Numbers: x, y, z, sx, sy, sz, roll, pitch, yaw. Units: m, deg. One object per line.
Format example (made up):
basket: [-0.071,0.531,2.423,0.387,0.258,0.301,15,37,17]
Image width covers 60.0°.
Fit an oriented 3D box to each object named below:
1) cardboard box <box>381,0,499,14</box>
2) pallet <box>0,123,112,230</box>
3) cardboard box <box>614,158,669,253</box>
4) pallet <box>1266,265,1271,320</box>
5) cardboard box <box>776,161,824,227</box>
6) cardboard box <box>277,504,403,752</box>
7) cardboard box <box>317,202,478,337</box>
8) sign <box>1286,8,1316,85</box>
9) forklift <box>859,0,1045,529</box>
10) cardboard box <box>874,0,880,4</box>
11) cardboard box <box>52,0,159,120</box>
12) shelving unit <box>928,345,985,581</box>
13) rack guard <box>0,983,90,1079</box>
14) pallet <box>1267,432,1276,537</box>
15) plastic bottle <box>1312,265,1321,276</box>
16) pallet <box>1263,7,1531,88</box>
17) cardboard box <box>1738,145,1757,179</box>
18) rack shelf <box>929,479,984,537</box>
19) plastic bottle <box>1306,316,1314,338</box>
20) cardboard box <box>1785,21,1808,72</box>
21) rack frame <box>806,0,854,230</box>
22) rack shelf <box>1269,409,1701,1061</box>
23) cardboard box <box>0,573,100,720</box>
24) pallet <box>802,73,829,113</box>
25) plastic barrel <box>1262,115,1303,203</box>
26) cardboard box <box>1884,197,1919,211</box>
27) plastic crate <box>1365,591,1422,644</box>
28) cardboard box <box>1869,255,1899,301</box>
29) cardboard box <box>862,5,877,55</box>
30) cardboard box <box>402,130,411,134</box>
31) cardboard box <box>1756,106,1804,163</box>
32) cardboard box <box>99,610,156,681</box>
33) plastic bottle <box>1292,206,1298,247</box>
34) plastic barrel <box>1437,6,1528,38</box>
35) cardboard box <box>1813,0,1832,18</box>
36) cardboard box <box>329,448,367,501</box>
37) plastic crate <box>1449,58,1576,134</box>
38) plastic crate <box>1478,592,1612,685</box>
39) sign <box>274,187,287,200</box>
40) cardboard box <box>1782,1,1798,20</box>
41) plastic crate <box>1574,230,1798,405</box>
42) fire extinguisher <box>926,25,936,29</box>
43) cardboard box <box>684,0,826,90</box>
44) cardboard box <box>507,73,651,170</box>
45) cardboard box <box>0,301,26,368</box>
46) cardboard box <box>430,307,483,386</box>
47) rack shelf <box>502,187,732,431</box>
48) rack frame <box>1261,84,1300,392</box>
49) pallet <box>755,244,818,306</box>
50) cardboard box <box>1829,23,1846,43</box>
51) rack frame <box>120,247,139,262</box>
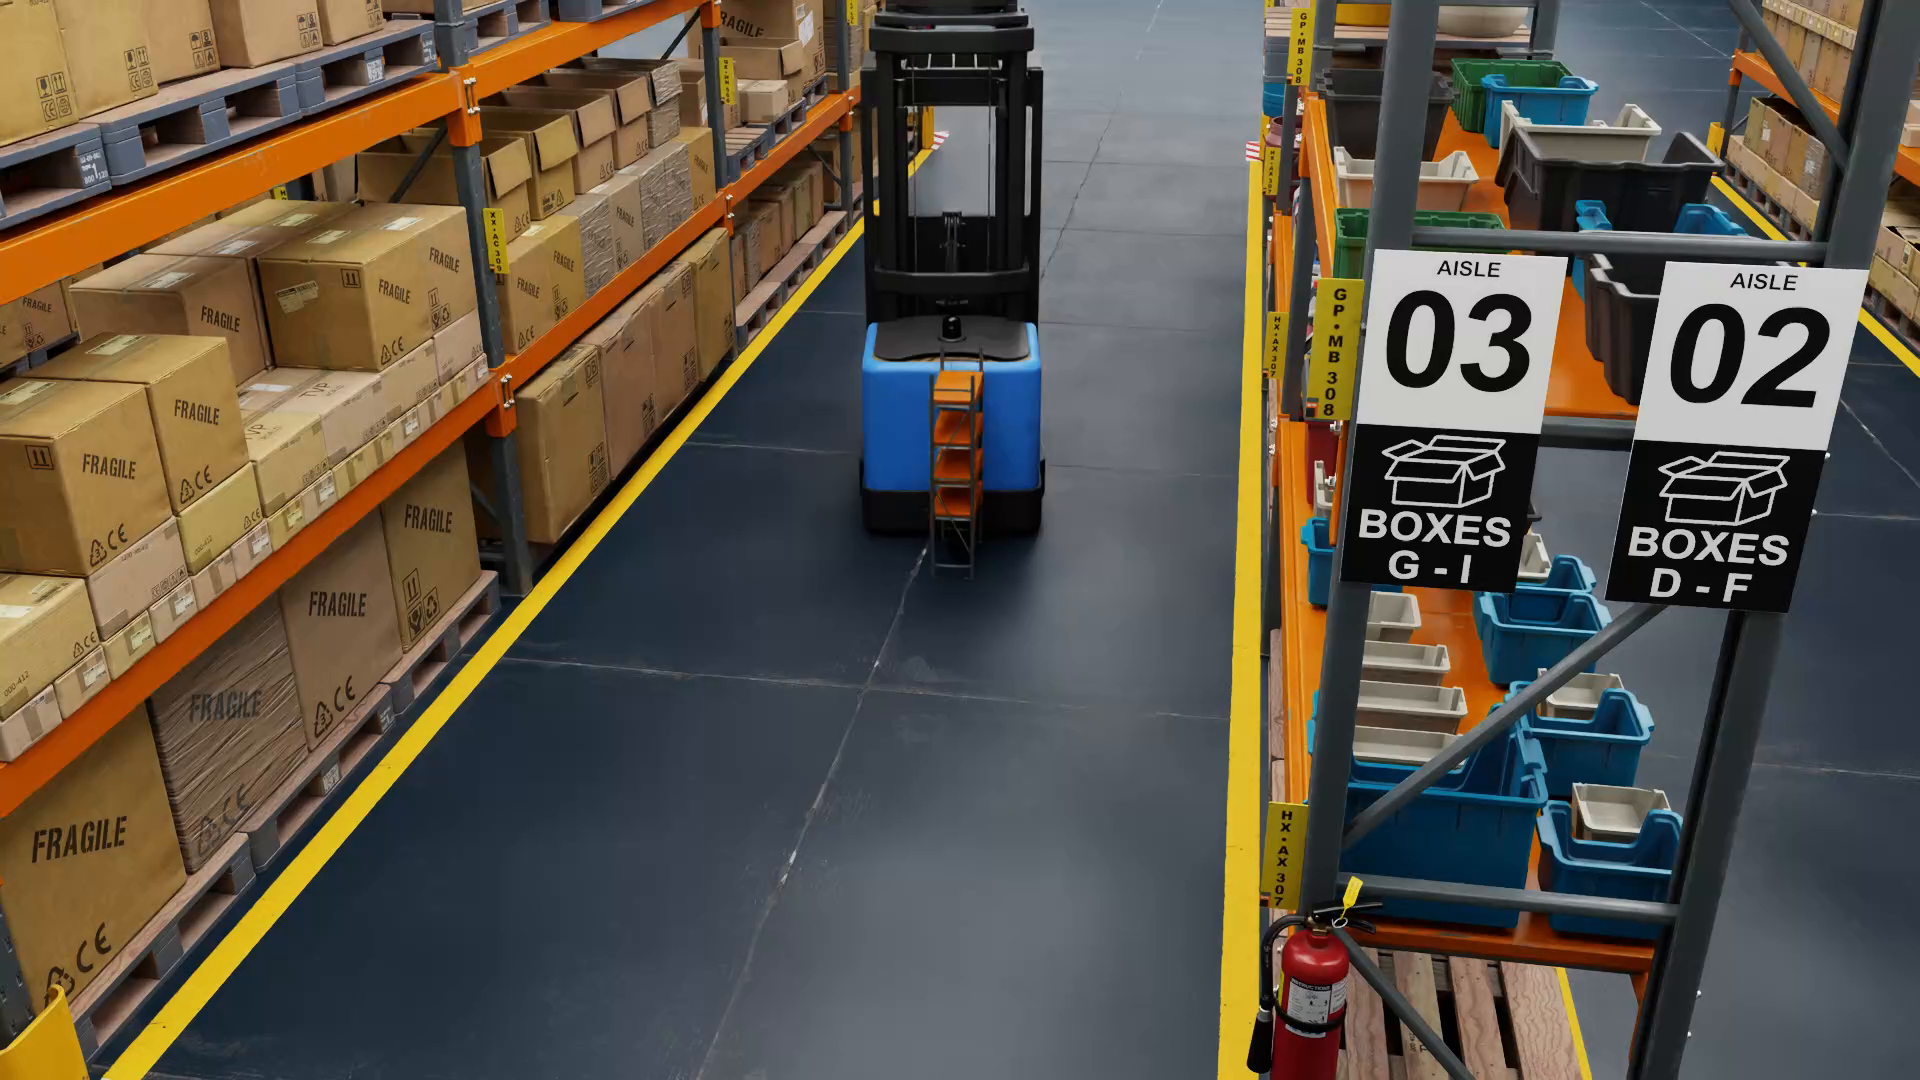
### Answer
cardboard box: [-2.770,-2.933,8.326,0.700,0.500,0.500,5,25,10]
pallet: [-3.398,-1.052,5.026,1.003,0.211,1.213,4,25,9]
cardboard box: [-2.206,-2.165,10.719,0.500,0.500,0.500,3,25,7]
pallet: [3.052,-1.993,13.758,1.003,0.211,1.213,4,25,9]
cardboard box: [-1.669,-3.253,15.592,0.700,0.500,0.500,2,25,4]
cardboard box: [-3.189,0.323,7.532,0.875,0.875,0.875,4,25,9]
cardboard box: [-2.666,-1.291,7.912,0.500,0.500,0.500,5,25,10]
sign: [1.489,-2.154,7.265,0.100,0.325,0.005,4,25,9]
forklift: [-0.049,-1.969,10.500,1.130,2.935,3.031,0,25,0]
cardboard box: [-1.060,-5.663,16.663,0.500,0.500,0.500,4,25,9]
cardboard box: [-3.229,-1.730,5.638,0.700,0.500,0.500,2,25,5]
shelving unit: [-0.016,-0.428,9.249,0.258,1.200,0.503,3,25,5]
rack guard: [-3.512,1.719,5.487,1.175,0.500,0.348,4,25,9]
pallet: [2.396,-0.321,10.187,1.003,0.211,1.213,4,25,9]
plastic bottle: [1.979,-1.401,9.350,0.152,0.276,0.135,4,25,9]
pallet: [2.063,-2.360,7.938,1.213,0.211,1.003,4,25,9]
cardboard box: [8.494,-3.953,17.405,0.500,0.250,0.500,4,25,9]
rack shelf: [-0.016,-0.187,9.362,0.258,0.148,0.480,3,25,5]
plastic bottle: [1.770,-0.987,8.458,0.061,0.283,0.133,4,25,9]
cardboard box: [8.622,-4.850,16.456,0.700,0.500,0.500,4,25,9]
rack frame: [-1.547,-4.442,15.701,1.000,3.000,0.127,4,25,9]
rack shelf: [1.705,0.410,6.185,1.077,0.370,4.000,4,25,9]
cardboard box: [-3.164,0.328,5.336,0.500,0.250,0.500,3,25,7]
pallet: [-1.816,-4.045,15.080,1.003,0.211,1.213,4,25,9]
plastic barrel: [2.462,-2.702,11.824,0.600,0.536,0.708,4,25,9]
cardboard box: [7.912,-2.797,14.274,0.500,0.311,0.500,4,25,9]
plastic crate: [1.446,0.296,5.821,0.298,0.136,0.250,4,25,9]
cardboard box: [7.748,-2.116,13.481,0.500,0.250,0.500,3,25,7]
cardboard box: [-1.296,-5.012,16.451,0.875,0.500,0.500,4,25,9]
cardboard box: [-6.252,-4.314,17.438,0.875,0.875,0.875,4,25,9]
cardboard box: [8.423,-4.083,16.798,0.500,0.500,0.500,4,25,9]
cardboard box: [-3.043,0.351,5.758,0.380,0.149,0.250,3,25,7]
plastic bottle: [2.220,-2.017,10.668,0.152,0.276,0.135,4,25,9]
plastic barrel: [2.365,-2.566,7.499,0.433,0.535,0.433,0,25,0]
cardboard box: [8.537,-5.202,15.678,0.700,0.500,0.500,4,25,9]
cardboard box: [-2.791,-0.294,7.137,0.380,0.149,0.250,4,25,8]
plastic crate: [2.261,-1.817,6.805,0.450,0.188,0.662,4,25,9]
plastic crate: [1.958,0.338,5.616,0.416,0.233,0.300,4,25,9]
sign: [-3.392,-1.618,8.396,0.100,0.325,0.005,4,25,9]
cardboard box: [8.476,-5.296,16.644,0.380,0.149,0.250,4,25,8]
plastic crate: [1.716,-0.521,3.940,0.497,0.269,0.590,4,25,9]
fire extinguisher: [-0.420,-6.095,19.325,0.296,0.674,0.183,4,25,9]
cardboard box: [-1.815,-4.581,14.795,1.000,1.000,1.000,4,25,9]
cardboard box: [-2.446,-2.691,10.660,0.797,0.503,0.637,5,25,10]
cardboard box: [-7.086,-1.480,11.827,0.500,0.500,0.500,3,25,6]
cardboard box: [-2.668,-0.960,8.088,0.500,0.250,0.500,4,25,8]
rack shelf: [-2.528,-1.606,10.492,1.077,0.370,4.000,4,25,9]
rack frame: [2.685,-2.425,11.393,1.000,3.000,0.127,4,25,9]
pallet: [-1.870,-2.341,14.503,1.003,0.211,1.213,4,25,9]
cardboard box: [8.226,-4.647,15.256,0.380,0.149,0.250,4,25,8]
rack frame: [-7.078,-3.155,12.951,1.000,3.000,0.127,4,25,9]
